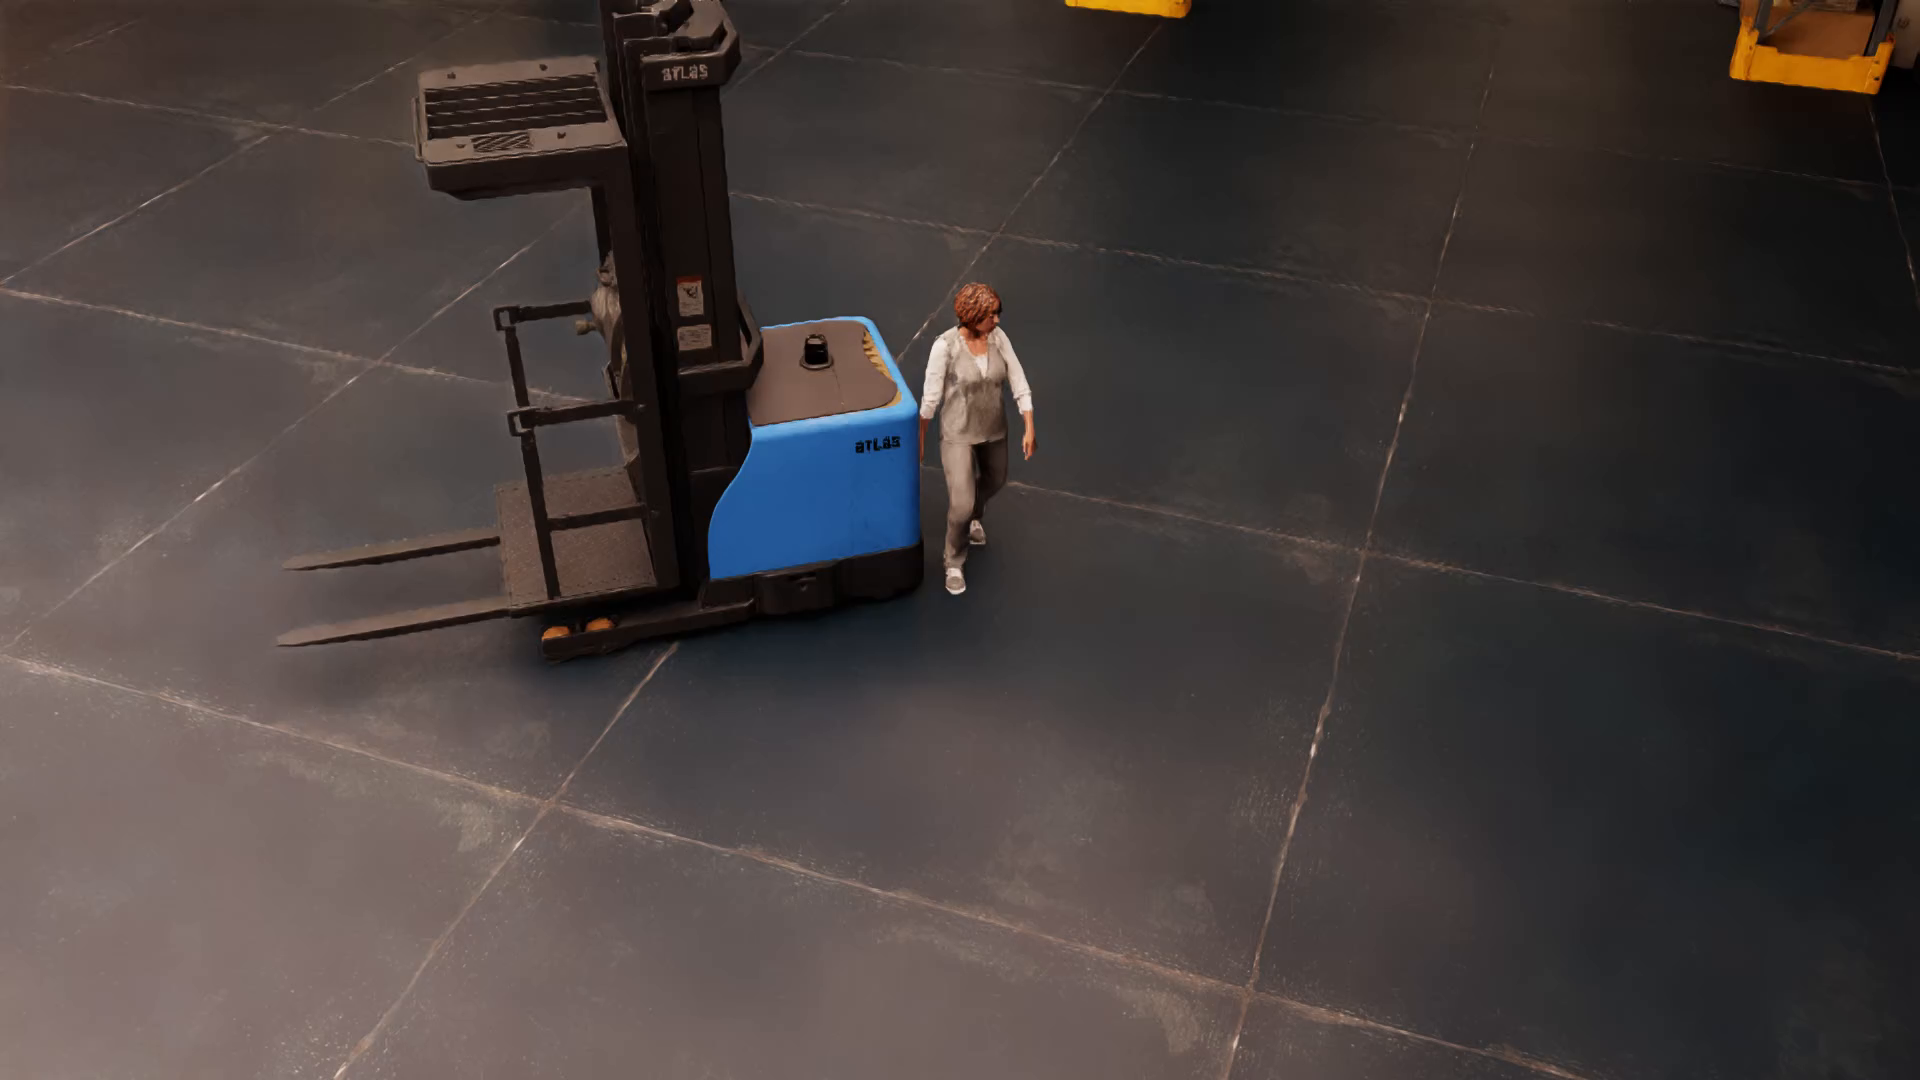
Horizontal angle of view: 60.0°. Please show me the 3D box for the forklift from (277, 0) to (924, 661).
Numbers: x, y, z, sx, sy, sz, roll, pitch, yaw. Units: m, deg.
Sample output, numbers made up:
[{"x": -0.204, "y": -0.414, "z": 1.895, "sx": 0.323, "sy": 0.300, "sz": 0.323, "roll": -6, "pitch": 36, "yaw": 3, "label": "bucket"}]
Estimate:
[{"x": -1.754, "y": -0.965, "z": 7.472, "sx": 3.031, "sy": 2.935, "sz": 1.130, "roll": -10, "pitch": 36, "yaw": -13, "label": "forklift"}]

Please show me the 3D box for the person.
[{"x": 0.040, "y": -0.507, "z": 8.043, "sx": 0.539, "sy": 1.532, "sz": 0.688, "roll": -21, "pitch": 40, "yaw": -26, "label": "person"}]
